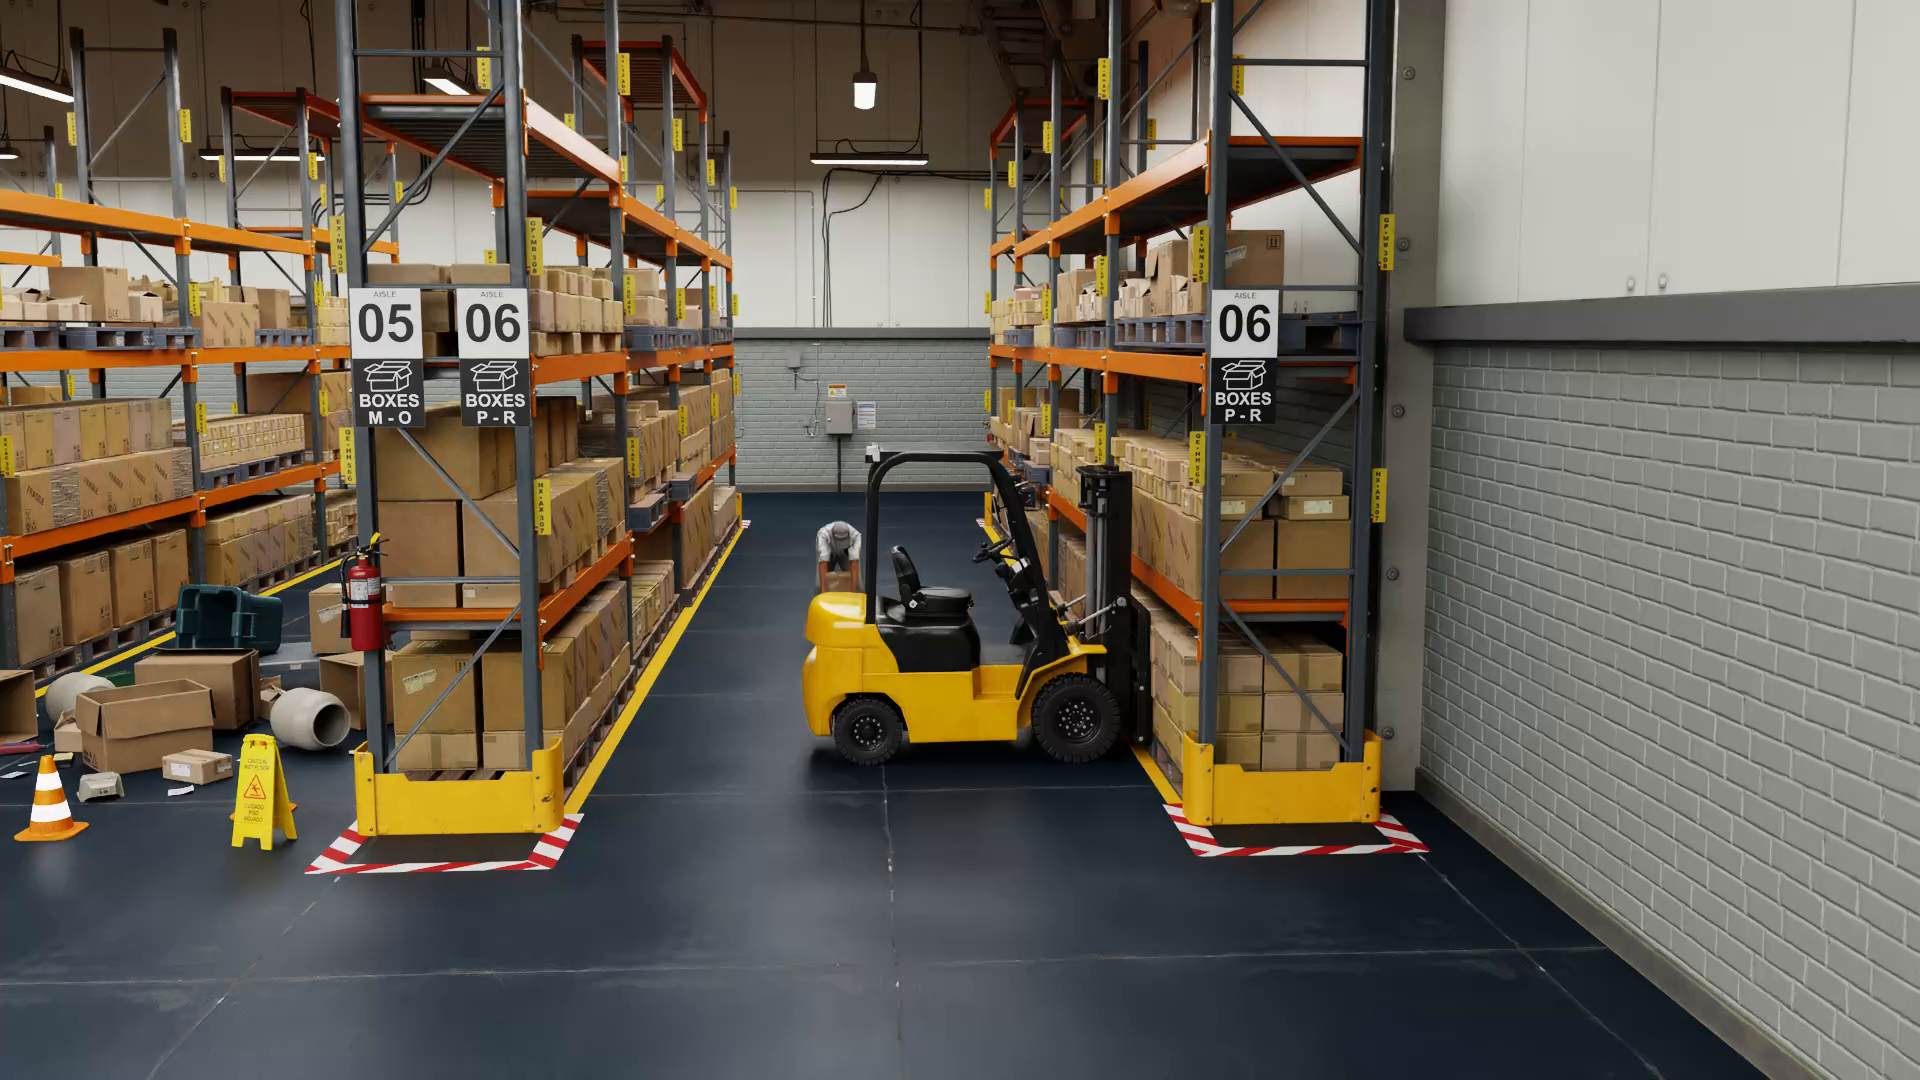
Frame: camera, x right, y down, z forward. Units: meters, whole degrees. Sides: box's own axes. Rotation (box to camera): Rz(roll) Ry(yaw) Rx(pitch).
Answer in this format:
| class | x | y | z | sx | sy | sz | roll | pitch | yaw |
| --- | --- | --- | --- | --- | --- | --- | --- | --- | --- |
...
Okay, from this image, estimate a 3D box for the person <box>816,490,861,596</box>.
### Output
| class | x | y | z | sx | sy | sz | roll | pitch | yaw |
| --- | --- | --- | --- | --- | --- | --- | --- | --- | --- |
| person | -1.206 | 0.202 | 16.518 | 0.459 | 1.449 | 0.810 | -1 | 7 | -5 |
